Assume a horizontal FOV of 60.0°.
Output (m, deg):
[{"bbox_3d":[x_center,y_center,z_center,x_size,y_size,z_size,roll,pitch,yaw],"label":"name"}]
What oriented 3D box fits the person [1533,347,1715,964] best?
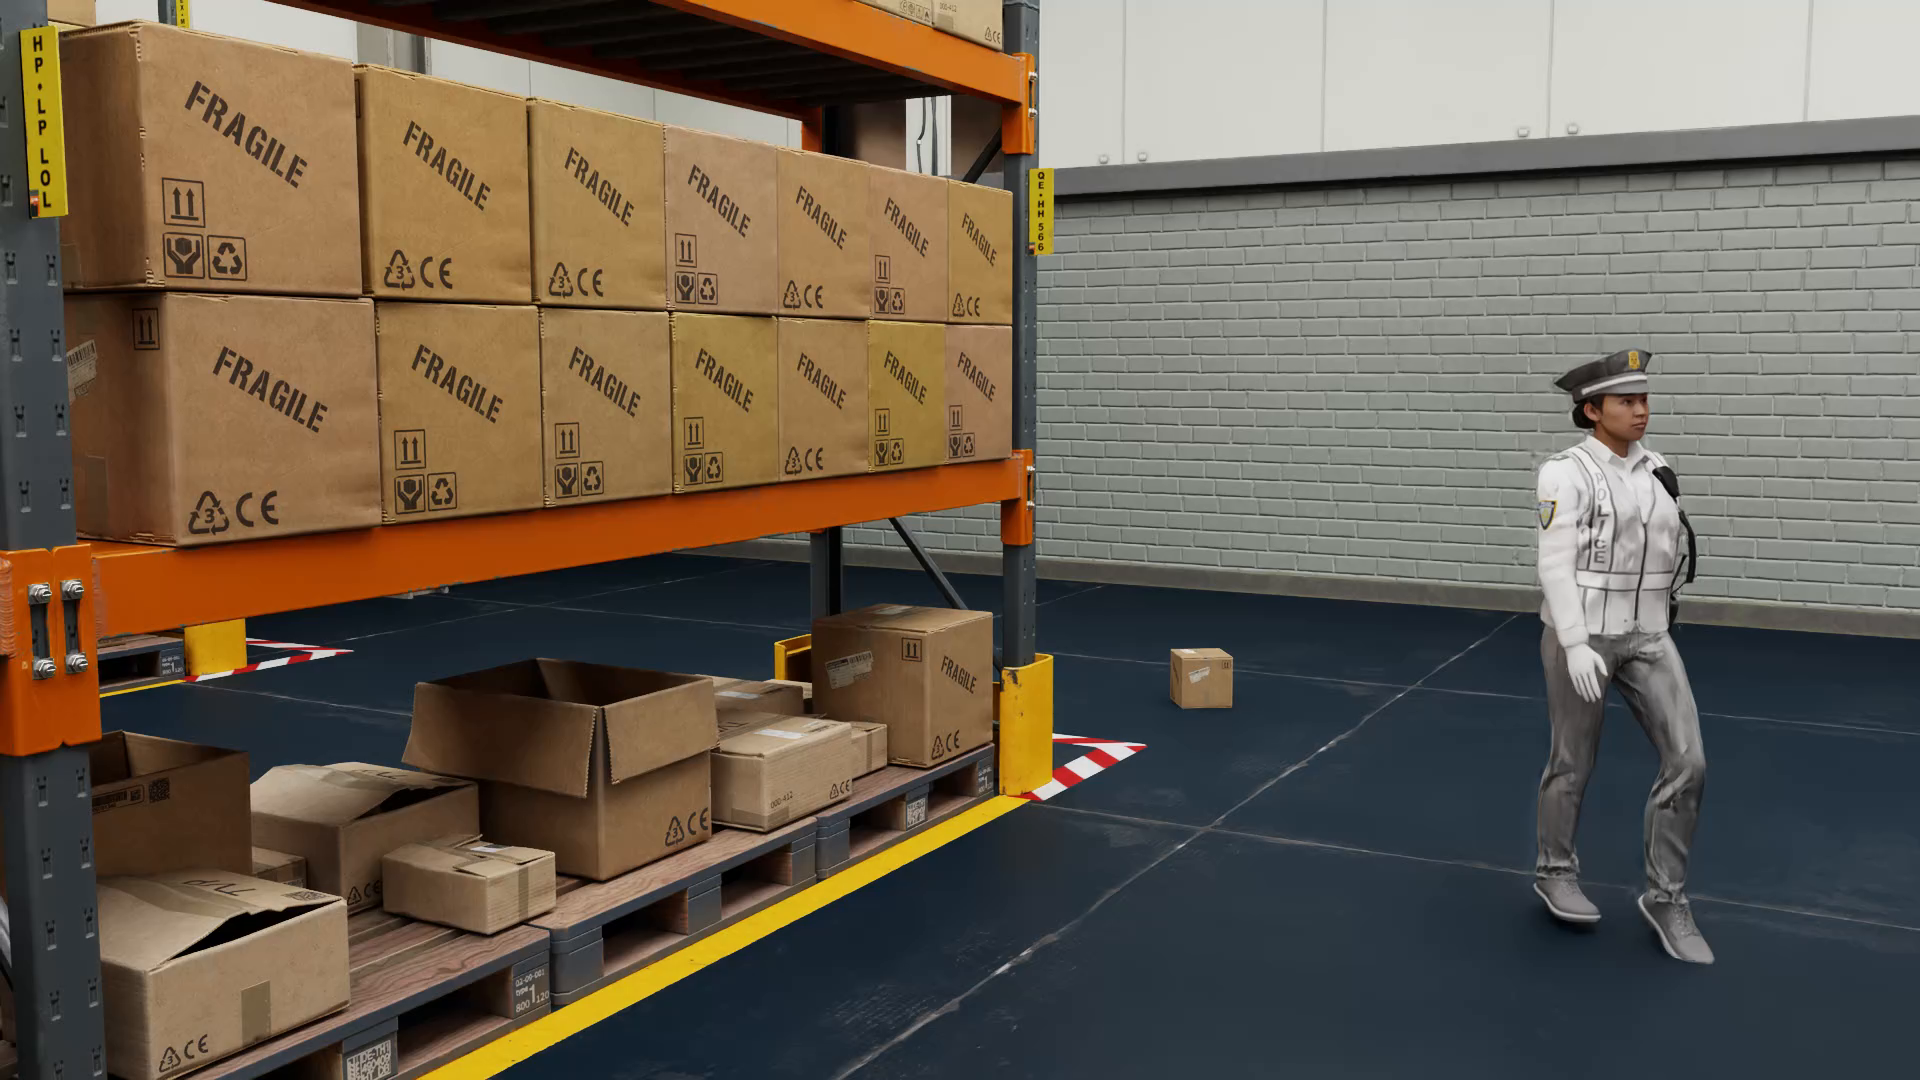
[{"bbox_3d":[1.875,0.325,4.762,0.500,1.743,0.561,-2,6,-16],"label":"person"}]
